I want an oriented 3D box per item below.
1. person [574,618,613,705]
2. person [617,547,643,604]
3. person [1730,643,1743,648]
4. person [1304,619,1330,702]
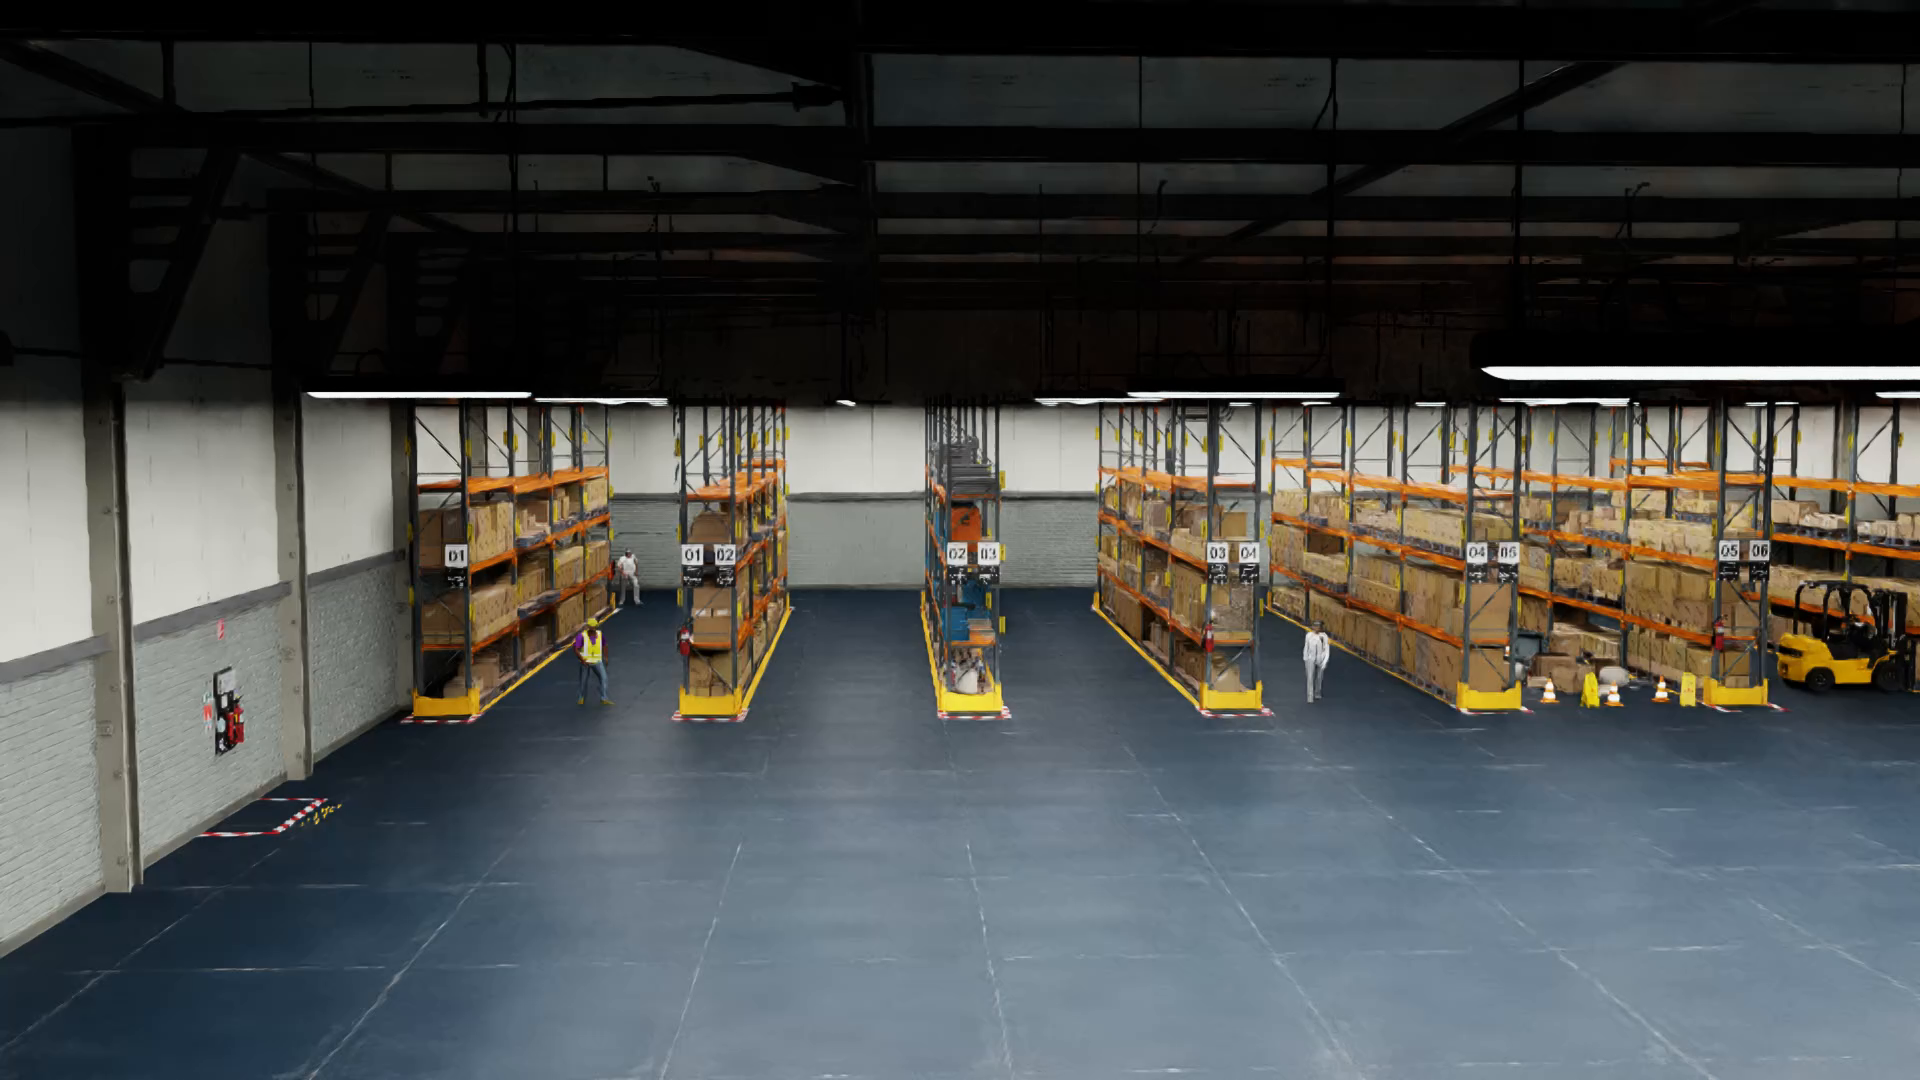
[{"bbox_3d":[-7.097,2.333,32.031,0.706,1.707,0.765,-2,5,-24],"label":"person"},{"bbox_3d":[-9.682,1.033,48.570,0.679,1.705,0.768,-2,5,-24],"label":"person"},{"bbox_3d":[16.595,2.060,35.628,0.481,1.674,0.492,2,5,28],"label":"person"},{"bbox_3d":[6.967,2.330,32.465,0.483,1.619,0.999,1,5,7],"label":"person"}]
